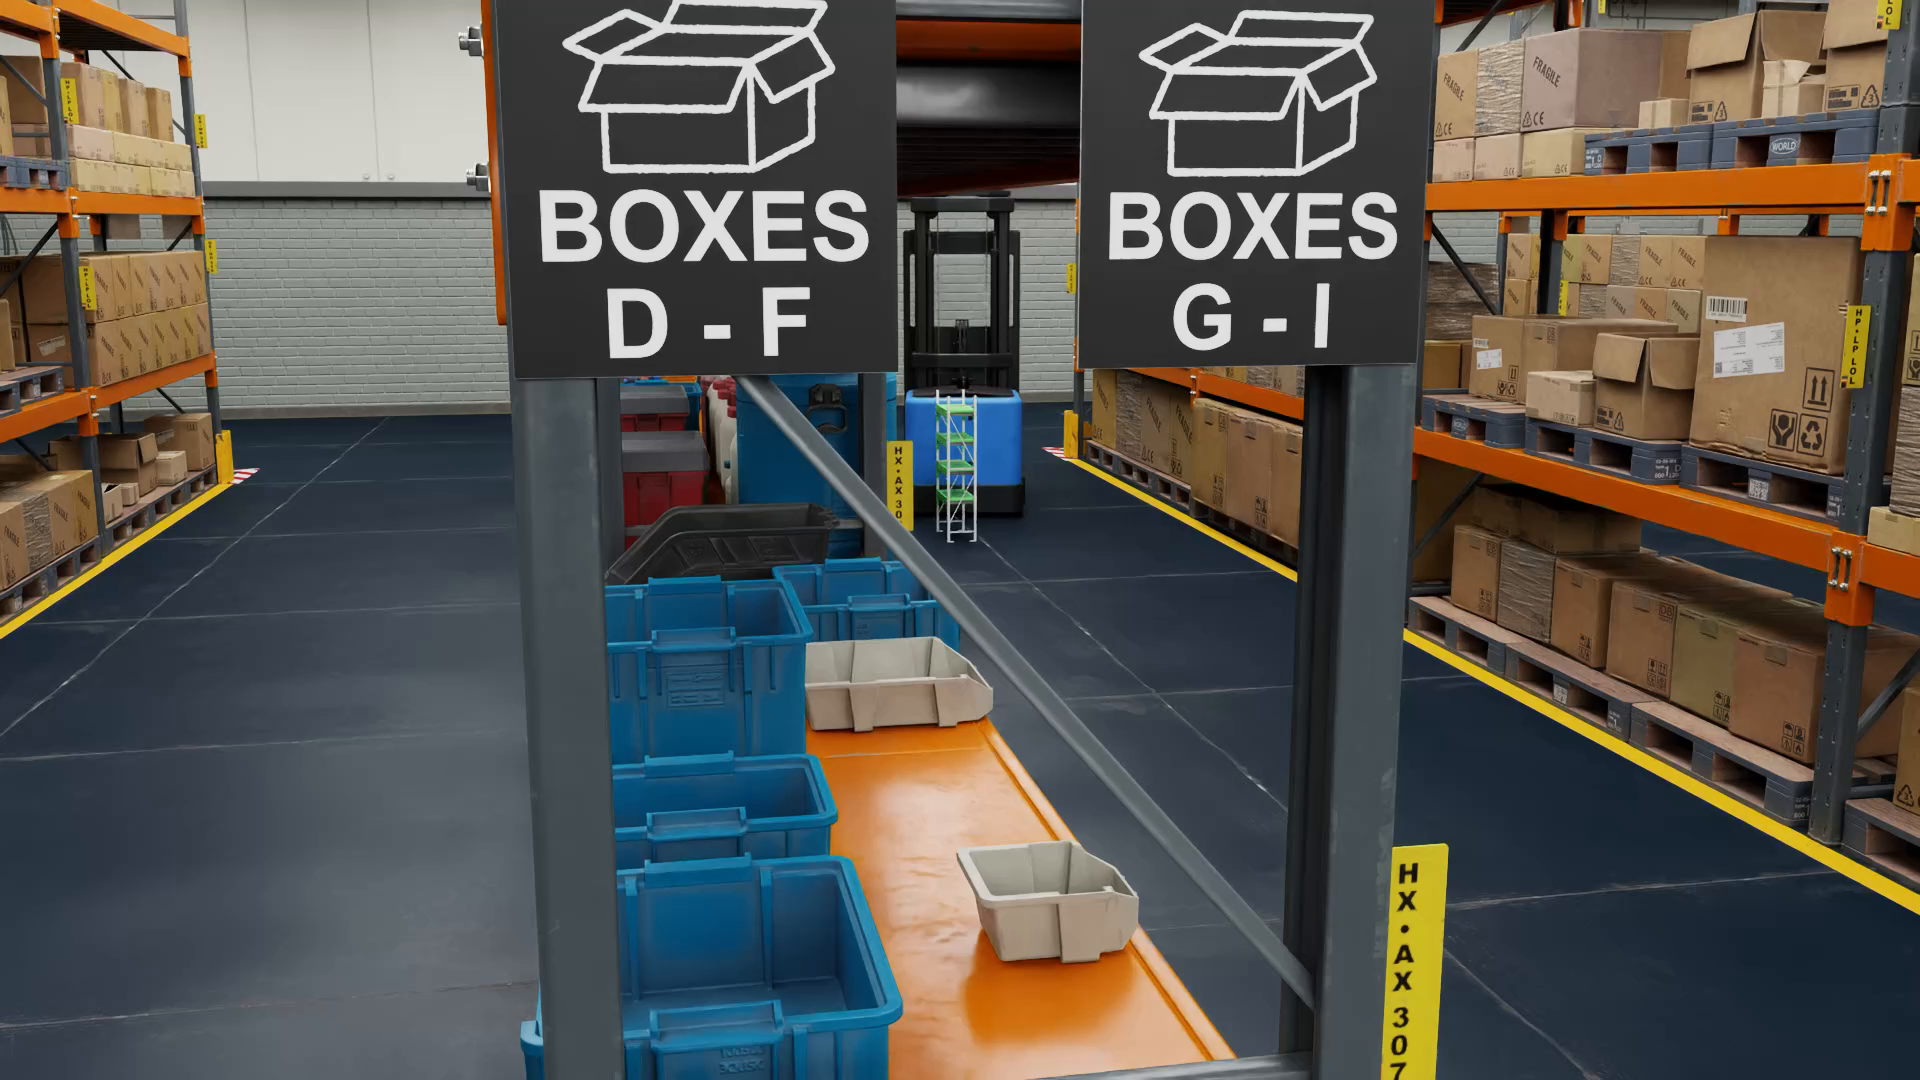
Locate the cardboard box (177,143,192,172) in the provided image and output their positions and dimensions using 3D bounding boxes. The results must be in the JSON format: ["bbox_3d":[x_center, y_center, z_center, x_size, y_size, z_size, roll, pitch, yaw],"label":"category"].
[{"bbox_3d":[-7.603,-3.620,15.734,0.500,0.250,0.500,-2,11,-11],"label":"cardboard box"}]

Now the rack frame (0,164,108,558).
[{"bbox_3d":[-7.175,-1.326,12.639,1.000,3.000,0.127,-2,11,-11],"label":"rack frame"}]

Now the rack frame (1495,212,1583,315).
[{"bbox_3d":[6.650,-2.581,19.233,1.000,3.000,0.127,-2,11,-11],"label":"rack frame"}]

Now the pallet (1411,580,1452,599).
[{"bbox_3d":[3.242,0.271,11.709,1.003,0.211,1.213,-2,11,-11],"label":"pallet"}]

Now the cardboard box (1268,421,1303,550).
[{"bbox_3d":[3.042,-0.405,12.363,1.225,0.875,0.875,-2,11,-11],"label":"cardboard box"}]

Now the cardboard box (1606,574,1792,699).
[{"bbox_3d":[3.817,0.490,8.610,0.700,0.500,0.500,-3,11,-16],"label":"cardboard box"}]

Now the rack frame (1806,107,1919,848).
[{"bbox_3d":[4.099,-0.218,6.820,1.000,3.000,0.127,-2,11,-11],"label":"rack frame"}]

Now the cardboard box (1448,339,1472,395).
[{"bbox_3d":[3.494,-1.100,11.185,0.500,0.500,0.500,-2,11,-9],"label":"cardboard box"}]

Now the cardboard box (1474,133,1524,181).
[{"bbox_3d":[3.262,-2.162,9.412,0.500,0.250,0.500,-2,11,-10],"label":"cardboard box"}]

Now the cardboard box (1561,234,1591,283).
[{"bbox_3d":[6.661,-2.987,17.629,0.500,0.500,0.500,-2,11,-12],"label":"cardboard box"}]

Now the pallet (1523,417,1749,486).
[{"bbox_3d":[3.746,-0.496,8.792,1.003,0.211,1.213,-2,11,-11],"label":"pallet"}]

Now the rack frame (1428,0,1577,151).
[{"bbox_3d":[3.321,-3.899,10.113,1.000,3.000,0.127,-2,11,-11],"label":"rack frame"}]

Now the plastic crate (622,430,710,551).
[{"bbox_3d":[-1.154,-0.147,6.276,0.402,0.464,0.583,-2,11,-11],"label":"plastic crate"}]

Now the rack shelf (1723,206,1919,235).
[{"bbox_3d":[7.817,-2.600,13.238,1.077,0.370,4.000,-2,11,-11],"label":"rack shelf"}]

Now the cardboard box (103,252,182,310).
[{"bbox_3d":[-7.392,-2.340,15.029,0.500,0.500,0.500,-2,11,-9],"label":"cardboard box"}]

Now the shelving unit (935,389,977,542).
[{"bbox_3d":[-0.032,-0.620,13.744,0.258,1.200,0.503,-2,11,-11],"label":"shelving unit"}]

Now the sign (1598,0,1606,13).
[{"bbox_3d":[7.198,-6.081,18.657,0.100,0.325,0.005,-2,11,-11],"label":"sign"}]

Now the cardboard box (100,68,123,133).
[{"bbox_3d":[-7.368,-3.616,13.707,0.700,0.500,0.500,-2,11,-11],"label":"cardboard box"}]

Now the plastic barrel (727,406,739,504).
[{"bbox_3d":[-0.730,-0.288,6.825,0.433,0.535,0.433,0,11,0],"label":"plastic barrel"}]

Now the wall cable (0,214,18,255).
[{"bbox_3d":[-13.560,-4.351,20.792,3.097,2.526,0.112,-2,11,-11],"label":"wall cable"}]

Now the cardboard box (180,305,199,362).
[{"bbox_3d":[-7.494,-1.941,15.606,0.500,0.500,0.500,-2,11,-11],"label":"cardboard box"}]

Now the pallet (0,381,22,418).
[{"bbox_3d":[-6.779,-0.854,10.676,1.003,0.211,1.213,-2,11,-11],"label":"pallet"}]

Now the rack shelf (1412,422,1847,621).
[{"bbox_3d":[3.710,-0.231,8.814,1.077,0.370,4.000,-2,11,-11],"label":"rack shelf"}]

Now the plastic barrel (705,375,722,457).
[{"bbox_3d":[-1.128,-0.646,8.767,0.421,0.512,0.421,0,11,0],"label":"plastic barrel"}]

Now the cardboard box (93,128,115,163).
[{"bbox_3d":[-7.125,-3.161,13.324,0.500,0.250,0.500,-2,11,-11],"label":"cardboard box"}]

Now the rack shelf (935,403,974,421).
[{"bbox_3d":[-0.032,-1.029,13.666,0.258,0.148,0.480,-2,11,-11],"label":"rack shelf"}]

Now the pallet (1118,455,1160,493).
[{"bbox_3d":[2.231,-0.682,16.715,1.003,0.211,1.213,-2,11,-11],"label":"pallet"}]

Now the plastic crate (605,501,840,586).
[{"bbox_3d":[-0.782,0.093,5.350,0.767,0.338,0.504,-2,11,-11],"label":"plastic crate"}]

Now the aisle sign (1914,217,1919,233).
[{"bbox_3d":[11.776,-4.081,20.162,0.394,0.787,0.004,-2,11,-11],"label":"aisle sign"}]

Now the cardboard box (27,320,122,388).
[{"bbox_3d":[-7.007,-1.478,13.173,0.500,0.500,0.500,-2,11,-10],"label":"cardboard box"}]

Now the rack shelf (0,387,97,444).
[{"bbox_3d":[-6.786,-0.606,10.780,1.077,0.370,4.000,-2,11,-11],"label":"rack shelf"}]

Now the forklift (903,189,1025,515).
[{"bbox_3d":[0.011,-1.892,15.798,1.130,2.935,3.031,0,11,-1],"label":"forklift"}]

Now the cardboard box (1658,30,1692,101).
[{"bbox_3d":[3.851,-2.457,8.954,0.500,0.500,0.500,-2,11,-10],"label":"cardboard box"}]

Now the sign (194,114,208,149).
[{"bbox_3d":[-7.404,-3.984,16.217,0.100,0.325,0.005,-2,11,-11],"label":"sign"}]

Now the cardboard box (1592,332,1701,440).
[{"bbox_3d":[3.671,-0.790,8.424,0.797,0.503,0.637,-1,11,-5],"label":"cardboard box"}]

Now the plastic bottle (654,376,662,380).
[{"bbox_3d":[-2.270,-1.181,12.212,0.152,0.276,0.135,-2,11,-11],"label":"plastic bottle"}]

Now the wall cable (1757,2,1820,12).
[{"bbox_3d":[13.581,-6.899,25.776,2.988,3.039,0.133,-2,11,-11],"label":"wall cable"}]

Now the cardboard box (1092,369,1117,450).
[{"bbox_3d":[1.968,-1.467,17.941,0.875,0.875,0.875,-2,11,-11],"label":"cardboard box"}]

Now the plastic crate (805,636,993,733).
[{"bbox_3d":[-0.195,0.380,4.382,0.530,0.136,0.437,-2,11,-11],"label":"plastic crate"}]

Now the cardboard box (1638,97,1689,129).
[{"bbox_3d":[3.636,-2.123,8.310,0.380,0.166,0.250,-2,11,-13],"label":"cardboard box"}]

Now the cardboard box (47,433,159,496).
[{"bbox_3d":[-7.545,-0.660,14.641,0.797,0.503,0.637,-2,11,-11],"label":"cardboard box"}]

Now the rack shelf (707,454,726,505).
[{"bbox_3d":[-1.148,-0.051,7.868,1.077,0.370,4.000,-2,11,-11],"label":"rack shelf"}]

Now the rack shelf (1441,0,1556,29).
[{"bbox_3d":[2.932,-3.716,12.145,1.077,0.370,4.000,-2,11,-11],"label":"rack shelf"}]

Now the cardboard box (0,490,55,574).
[{"bbox_3d":[-6.613,-0.051,11.450,0.500,0.500,0.500,-2,11,-10],"label":"cardboard box"}]

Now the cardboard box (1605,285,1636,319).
[{"bbox_3d":[6.862,-2.307,16.734,0.500,0.500,0.500,-2,11,-11],"label":"cardboard box"}]

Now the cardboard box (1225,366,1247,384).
[{"bbox_3d":[2.486,-1.549,13.544,0.500,0.500,0.500,-2,11,-11],"label":"cardboard box"}]

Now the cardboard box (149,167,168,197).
[{"bbox_3d":[-7.398,-3.191,14.820,0.500,0.250,0.500,-2,11,-11],"label":"cardboard box"}]

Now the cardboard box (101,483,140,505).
[{"bbox_3d":[-7.222,-0.393,14.141,0.380,0.166,0.250,-2,11,-11],"label":"cardboard box"}]

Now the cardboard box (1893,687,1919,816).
[{"bbox_3d":[4.138,0.878,6.621,0.500,0.500,0.500,-2,11,-13],"label":"cardboard box"}]
